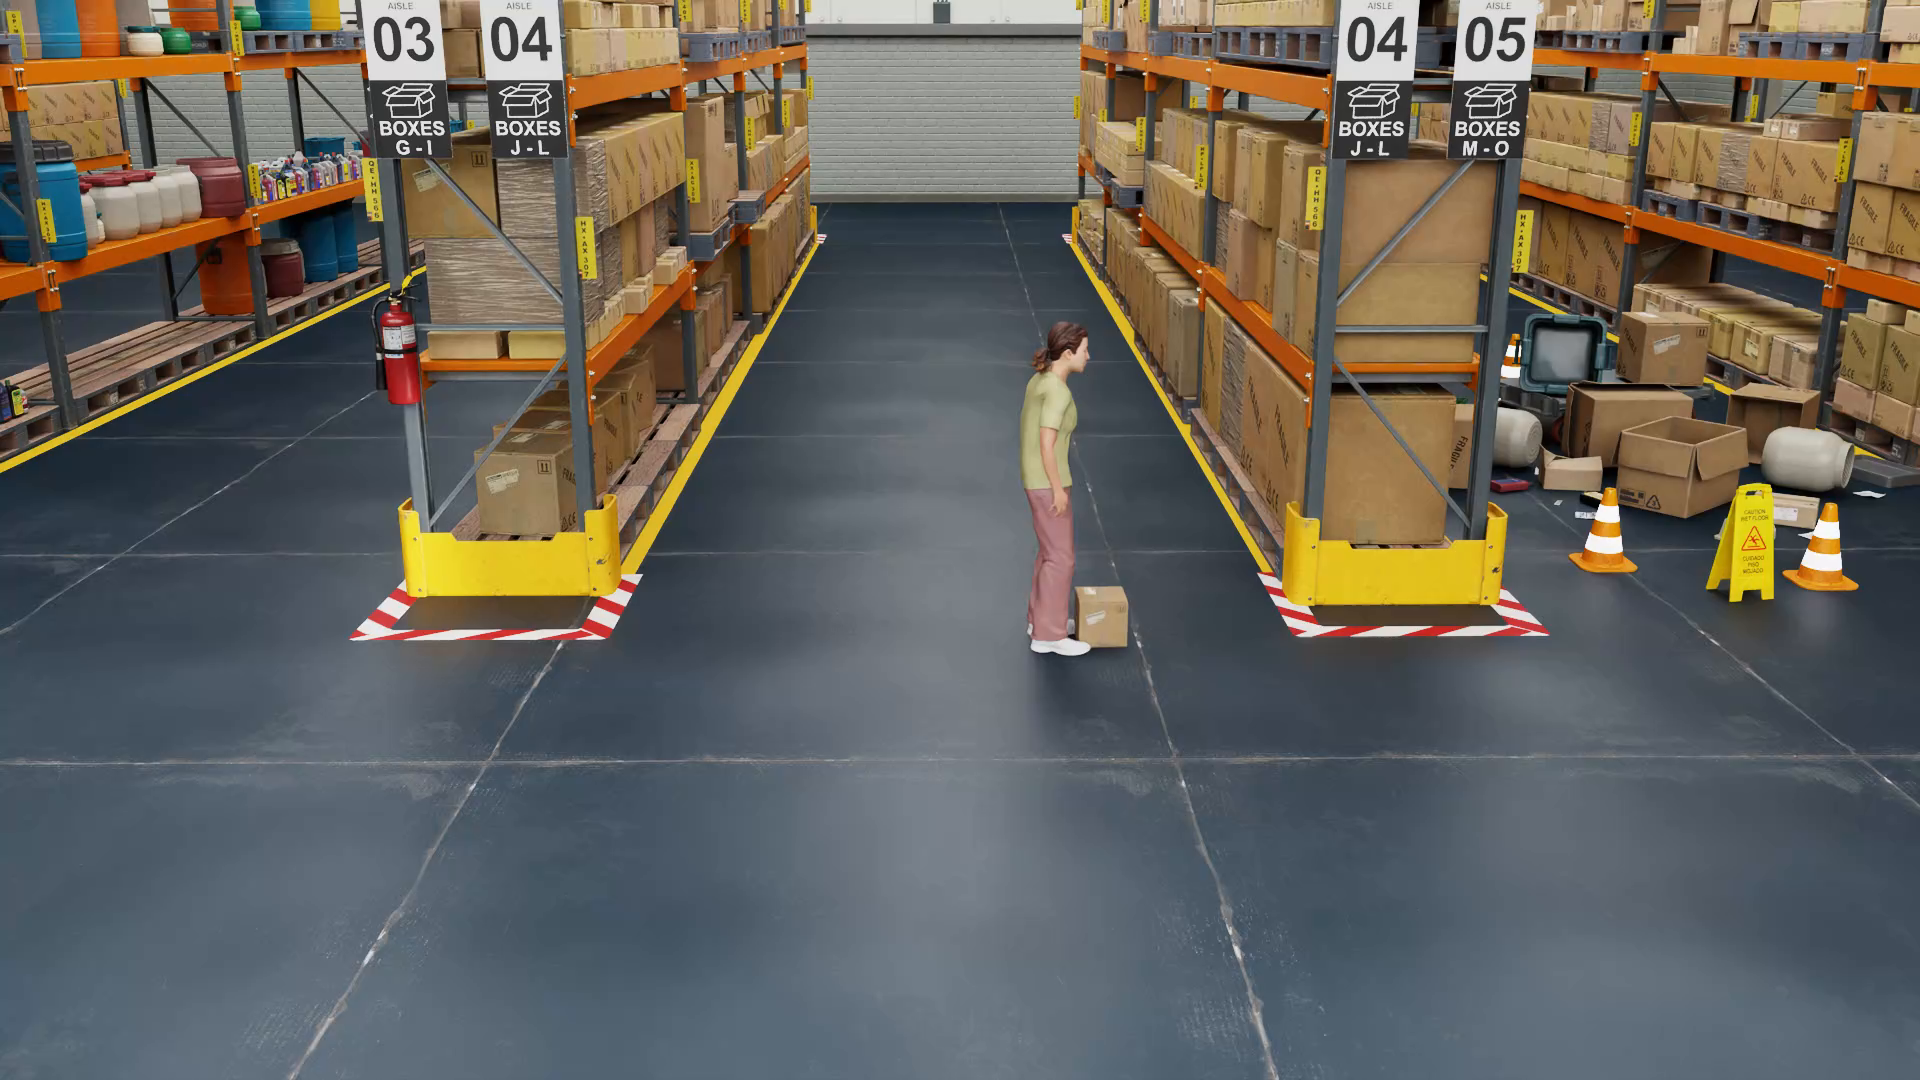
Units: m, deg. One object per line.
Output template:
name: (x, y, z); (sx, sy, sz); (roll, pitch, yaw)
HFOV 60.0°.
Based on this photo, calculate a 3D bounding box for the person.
person: (0.483, -0.275, 8.439); (0.365, 1.671, 0.503); (-1, 17, -3)
